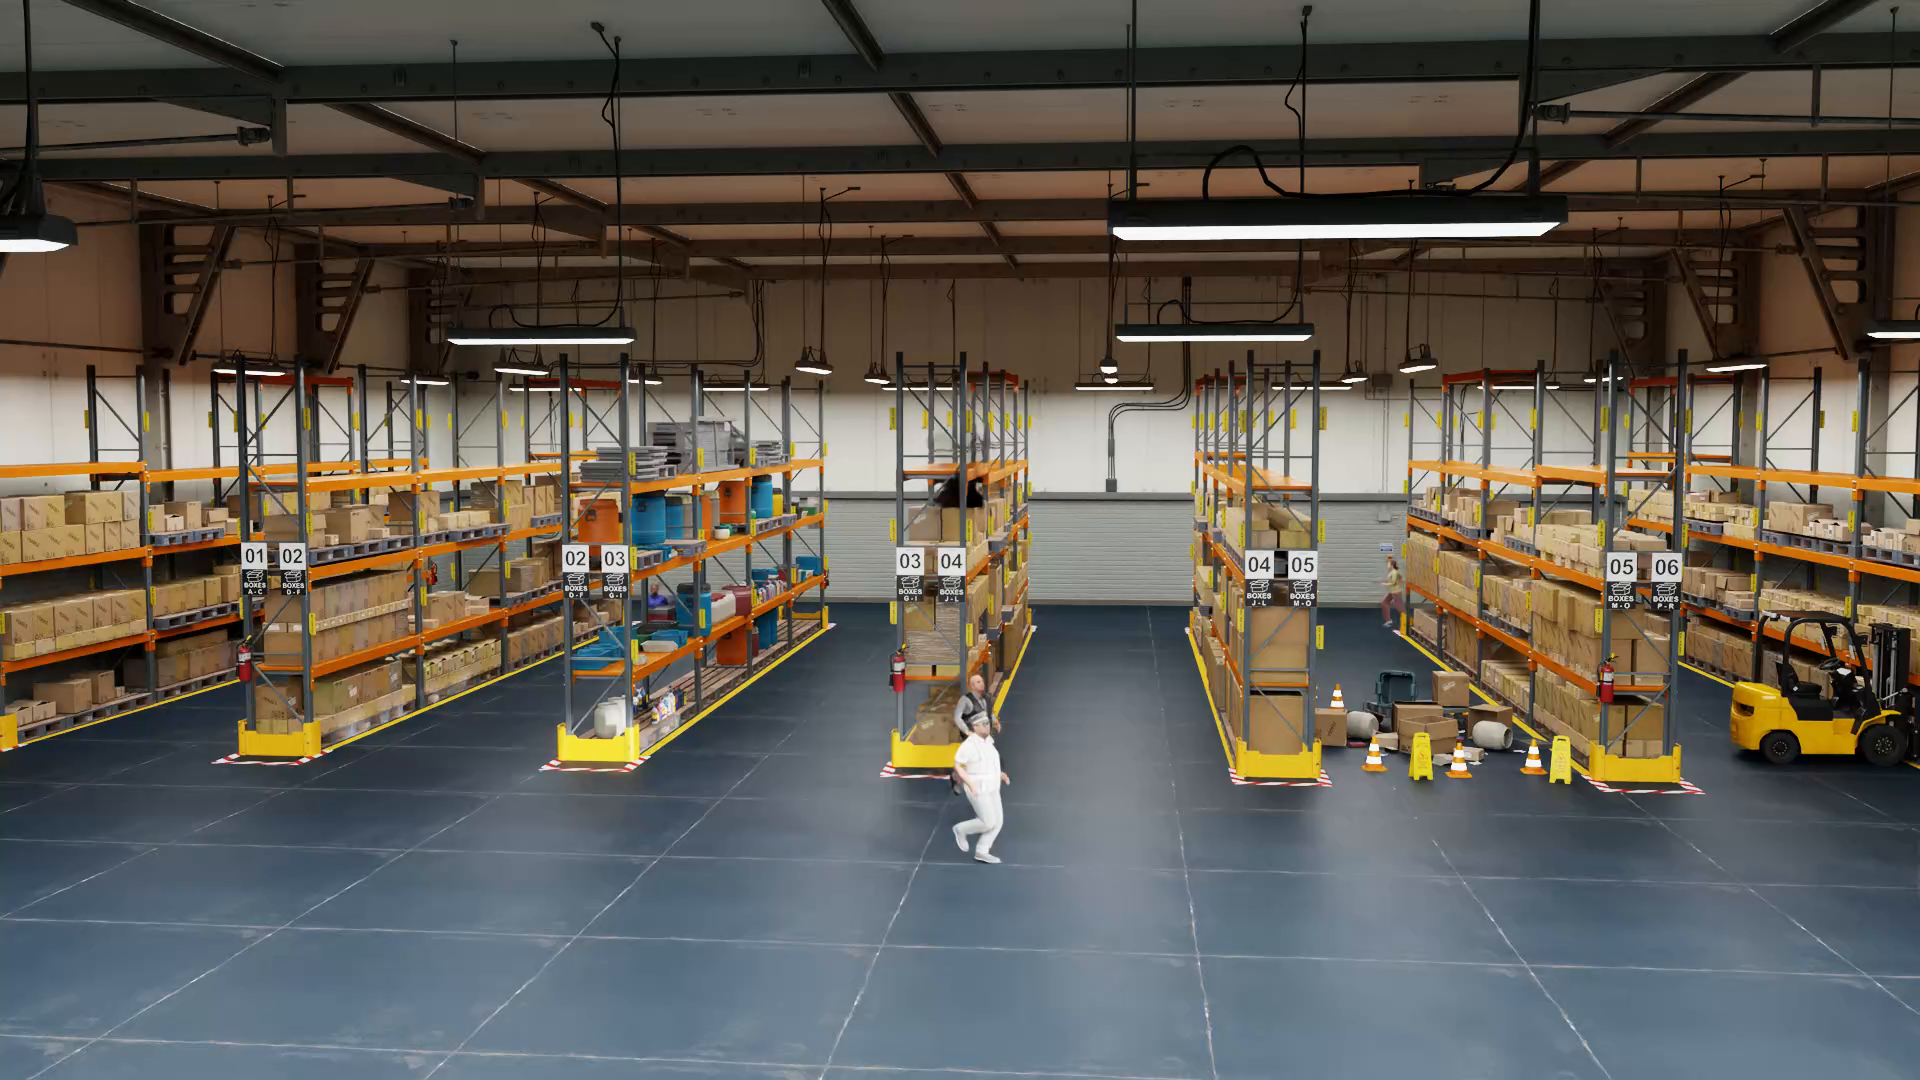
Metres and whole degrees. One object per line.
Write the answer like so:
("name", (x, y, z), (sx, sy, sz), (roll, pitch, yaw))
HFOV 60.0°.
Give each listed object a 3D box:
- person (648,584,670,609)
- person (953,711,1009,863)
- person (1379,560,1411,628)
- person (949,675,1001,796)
("person", (-6.346, 1.719, 34.684), (0.561, 1.646, 0.889), (0, 4, -3))
("person", (0.239, 2.800, 18.911), (0.592, 1.733, 0.663), (3, 5, 35))
("person", (10.589, 1.318, 40.370), (0.831, 1.686, 0.494), (0, 4, 3))
("person", (0.217, 2.615, 21.884), (0.627, 1.692, 0.656), (4, 5, 42))
